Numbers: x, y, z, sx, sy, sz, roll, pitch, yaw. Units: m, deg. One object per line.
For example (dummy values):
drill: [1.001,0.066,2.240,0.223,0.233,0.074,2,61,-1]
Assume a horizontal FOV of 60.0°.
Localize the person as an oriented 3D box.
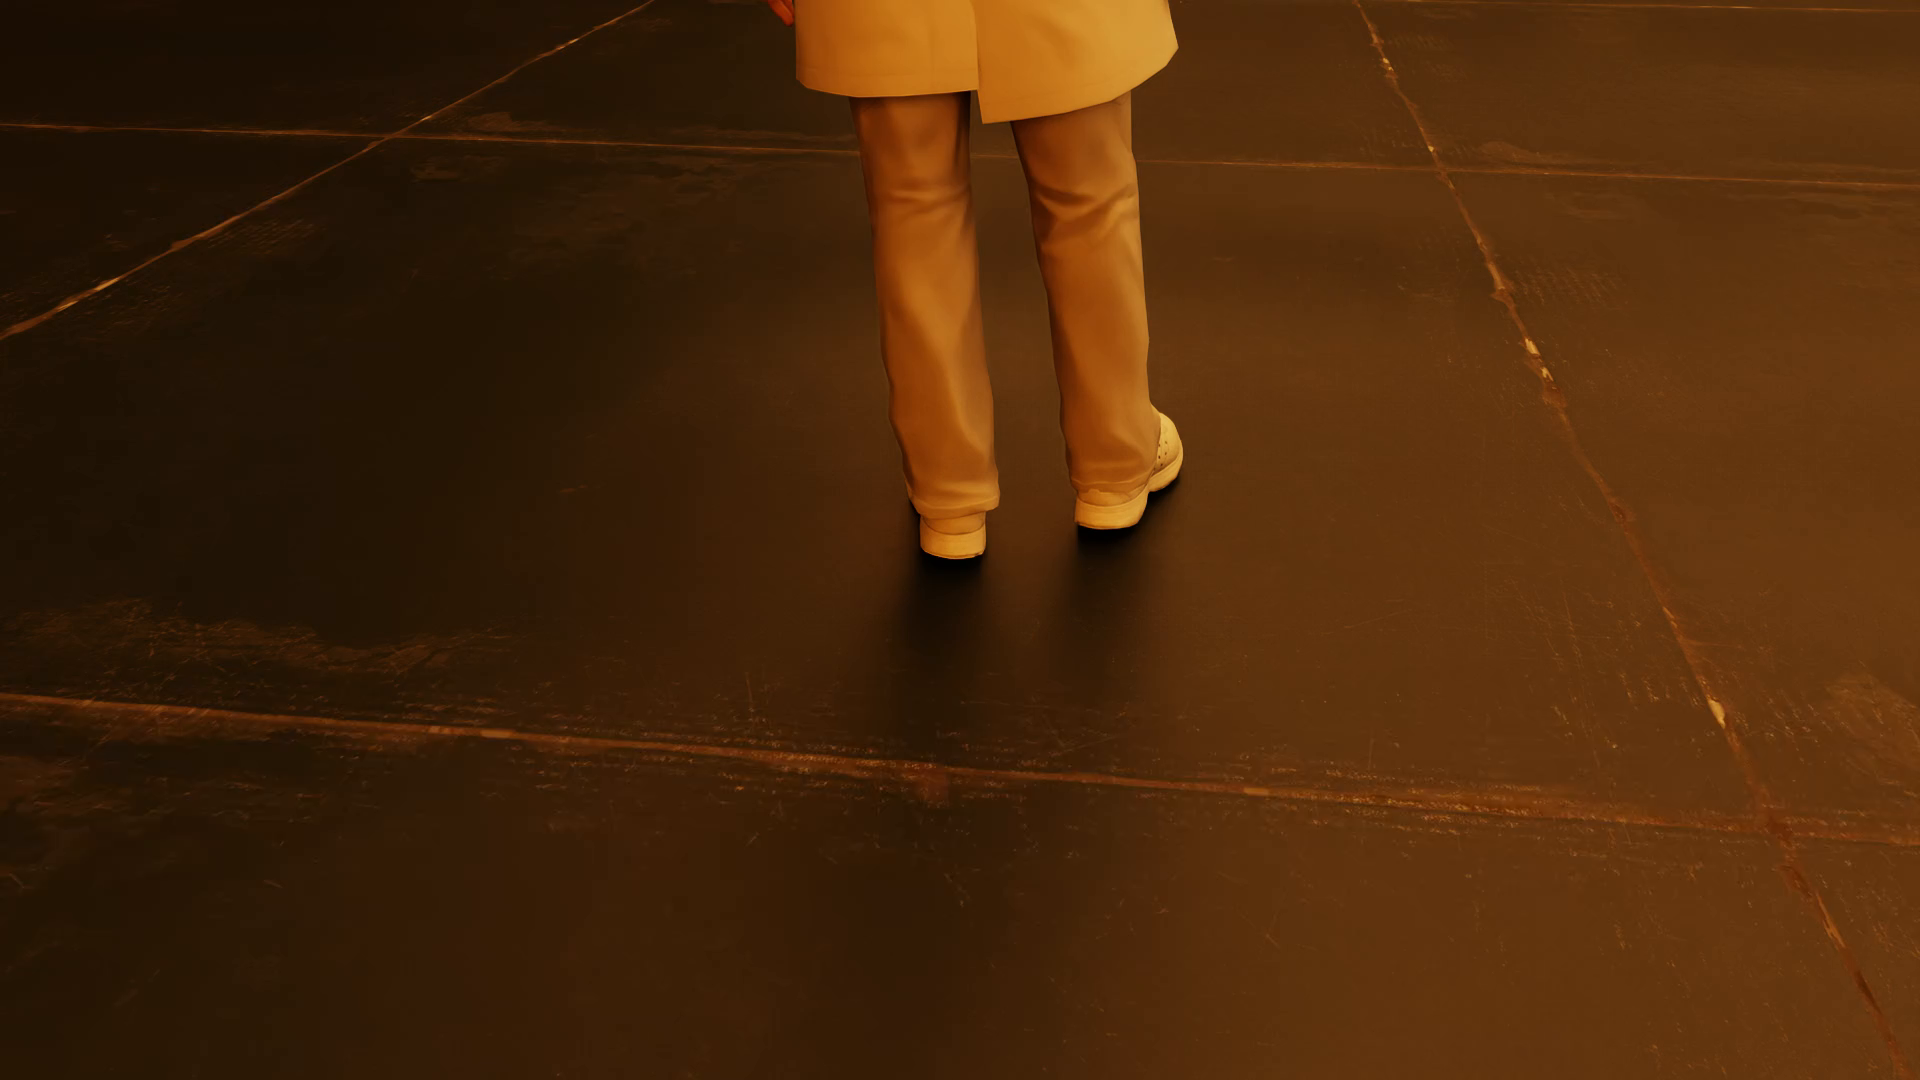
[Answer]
person: [0.016,-0.844,2.183,0.698,1.777,0.573,3,27,7]
